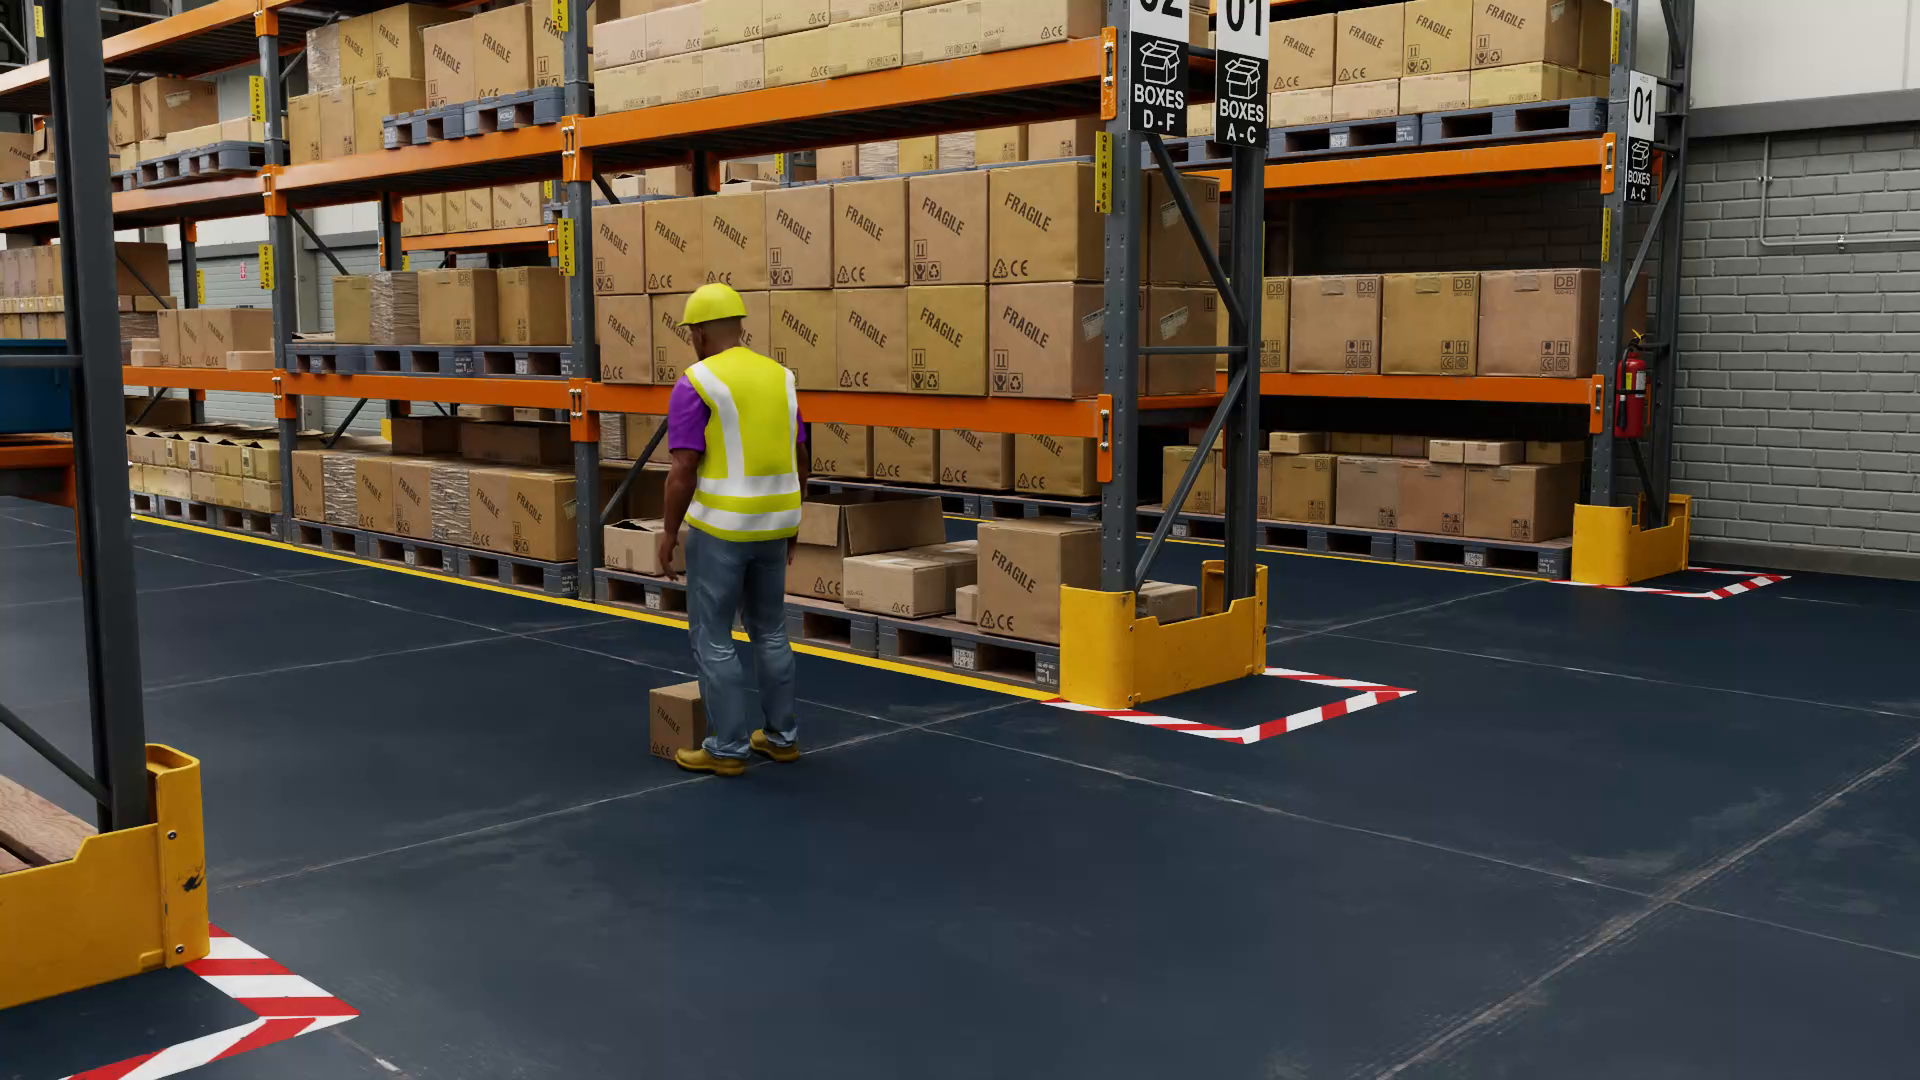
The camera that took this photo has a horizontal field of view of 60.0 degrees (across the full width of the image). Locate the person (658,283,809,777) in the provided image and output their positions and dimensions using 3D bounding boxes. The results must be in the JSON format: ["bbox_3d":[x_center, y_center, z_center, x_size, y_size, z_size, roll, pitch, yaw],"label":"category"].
[{"bbox_3d":[-0.821,-0.044,6.038,0.458,1.761,0.626,7,10,43],"label":"person"}]
